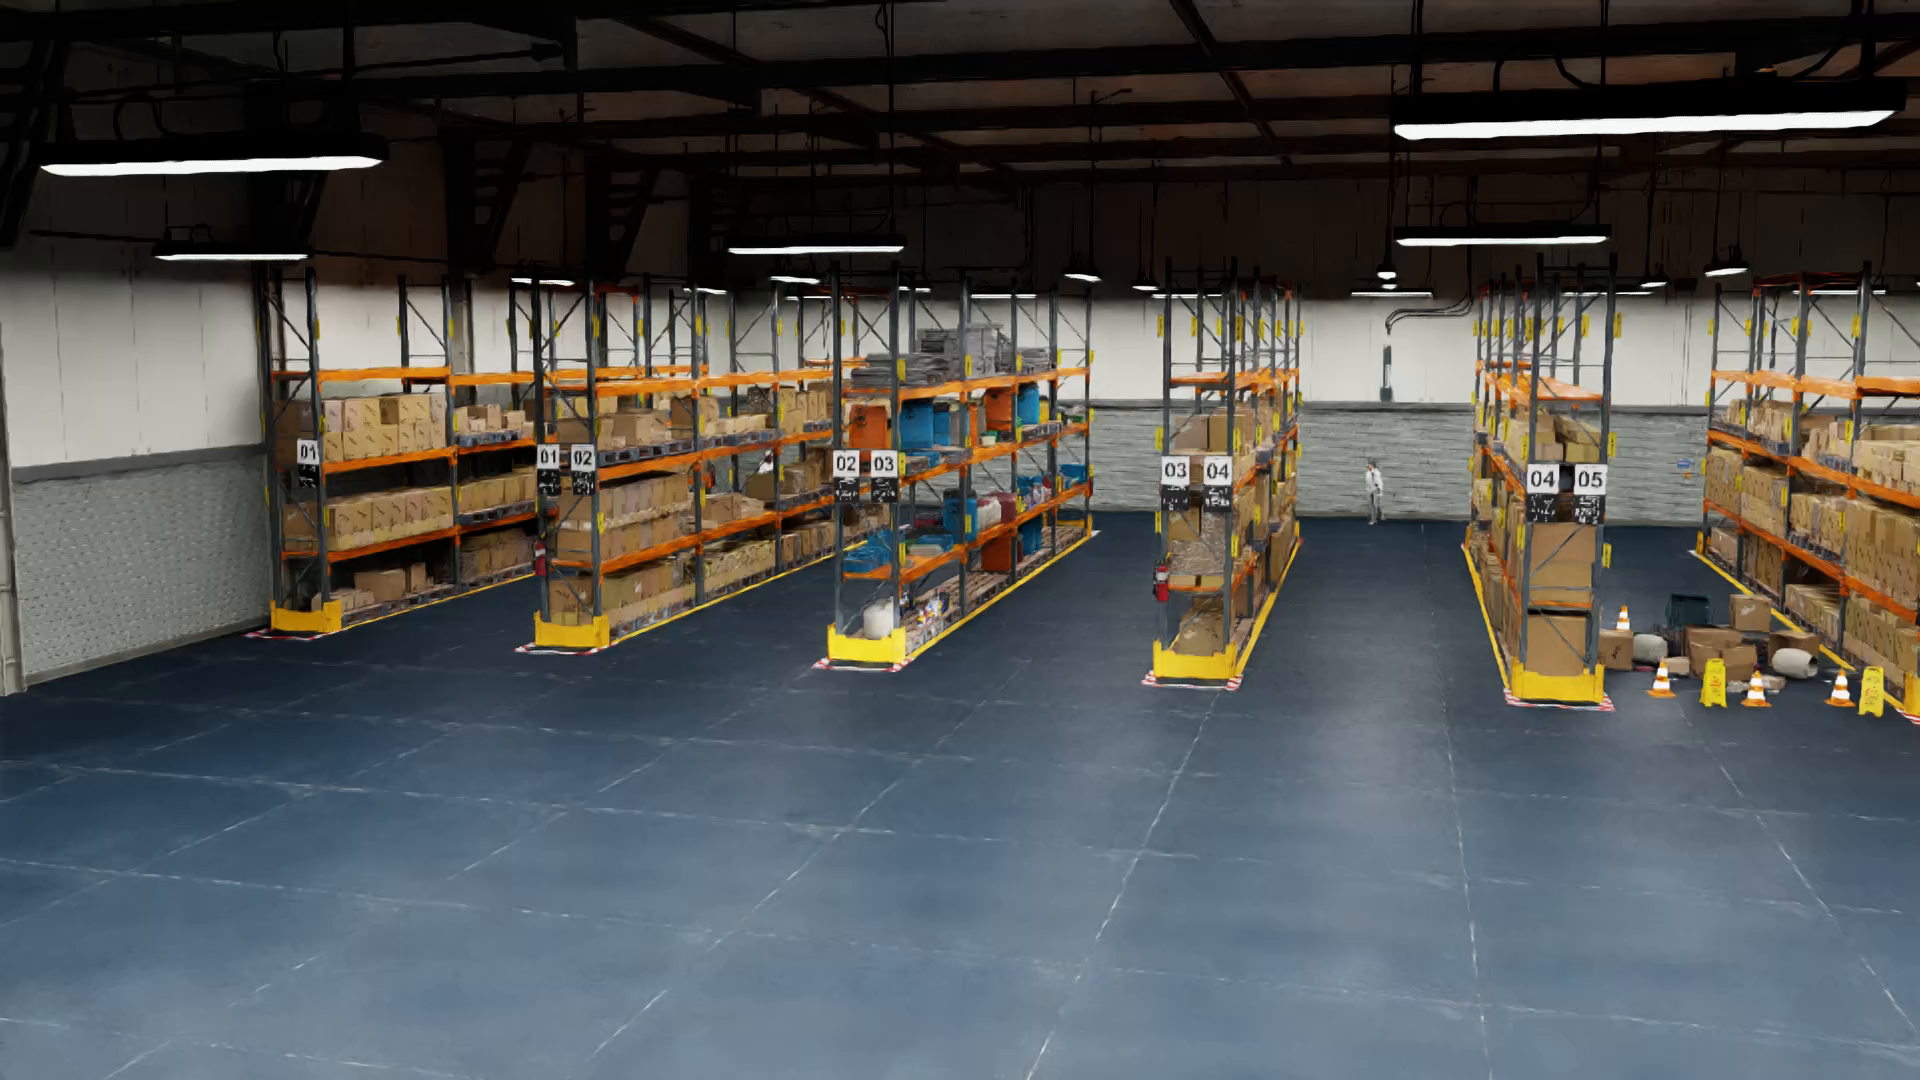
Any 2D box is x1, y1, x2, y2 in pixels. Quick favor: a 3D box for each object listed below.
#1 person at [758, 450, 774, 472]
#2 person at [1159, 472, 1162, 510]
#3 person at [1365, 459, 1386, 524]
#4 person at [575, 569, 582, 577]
[{"bbox_3d":[-5.060,-1.512,44.386,0.731,1.756,0.533,-6,9,-38],"label":"person"},{"bbox_3d":[5.140,-1.086,40.920,0.667,1.784,0.529,-6,10,-41],"label":"person"},{"bbox_3d":[10.712,-1.259,42.887,0.516,1.671,0.533,-6,9,-37],"label":"person"},{"bbox_3d":[-7.075,0.288,30.882,0.636,1.621,0.814,3,8,20],"label":"person"}]
